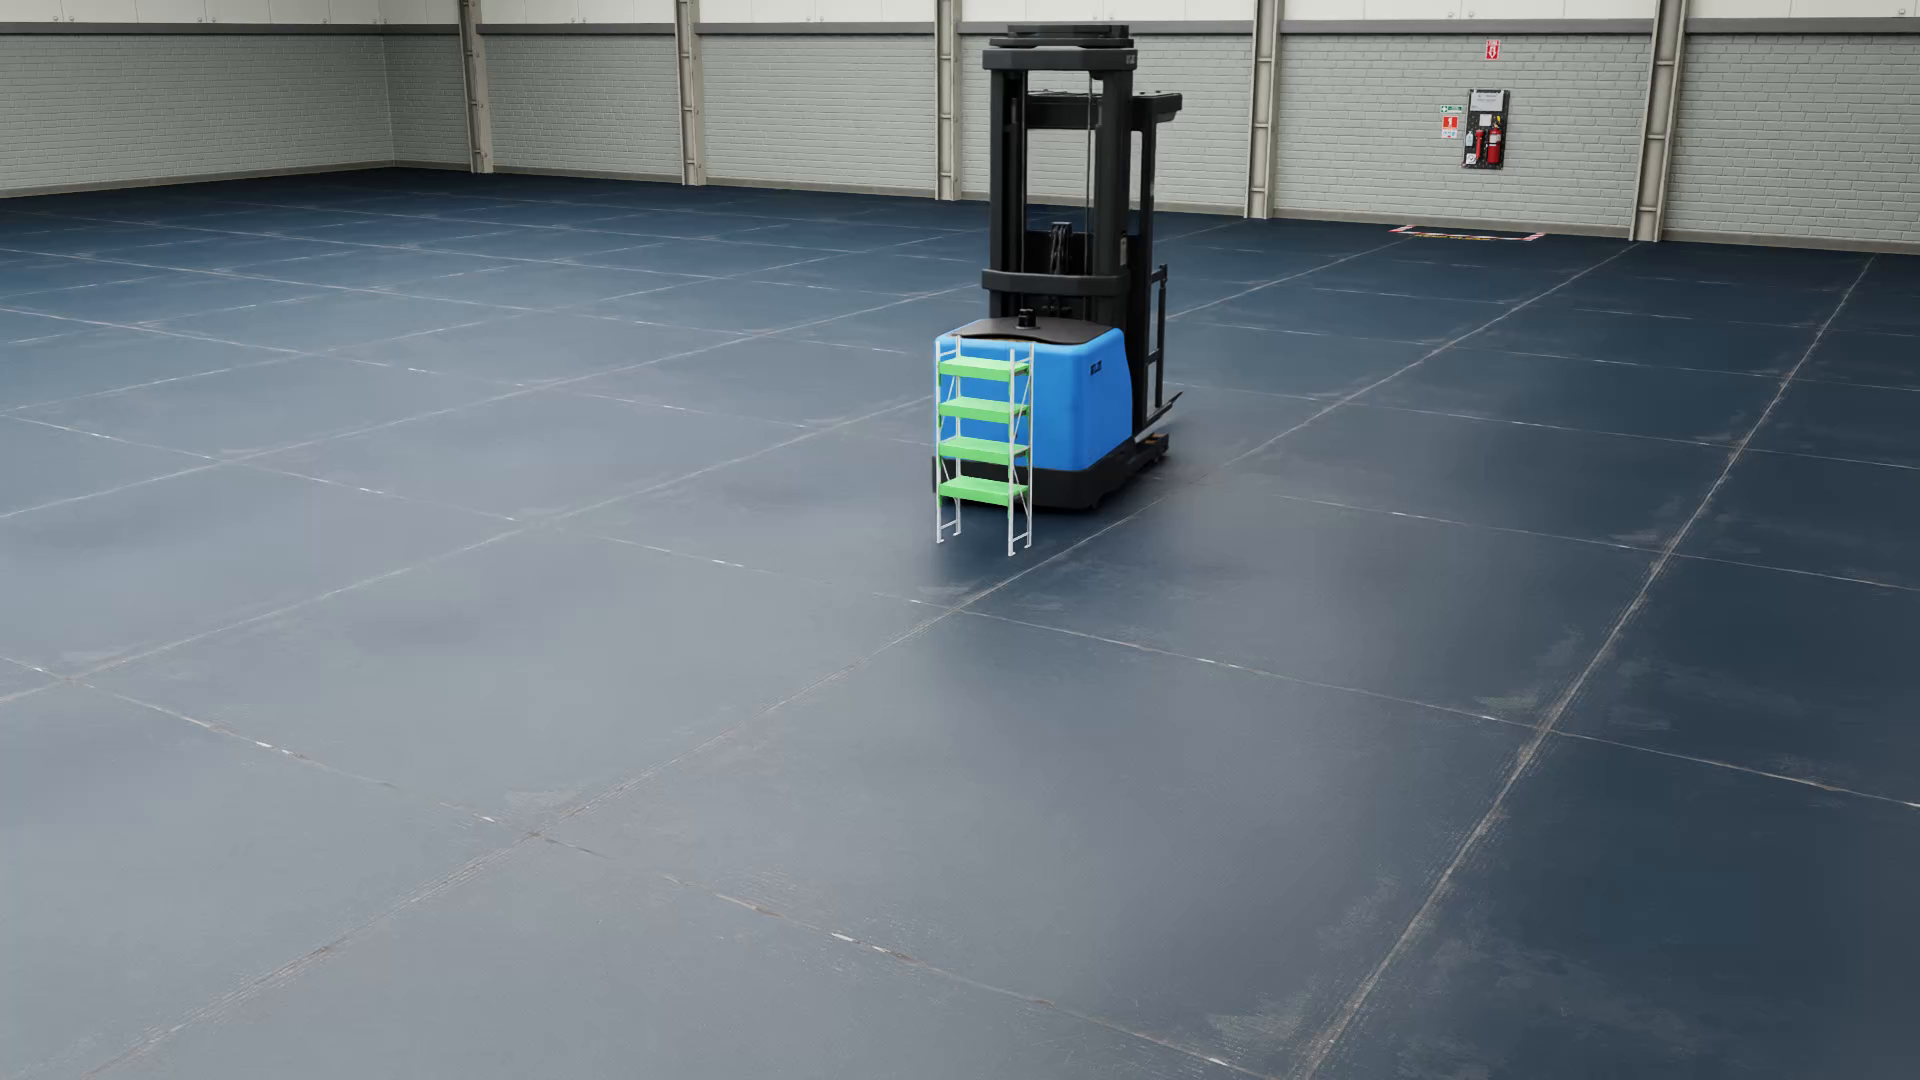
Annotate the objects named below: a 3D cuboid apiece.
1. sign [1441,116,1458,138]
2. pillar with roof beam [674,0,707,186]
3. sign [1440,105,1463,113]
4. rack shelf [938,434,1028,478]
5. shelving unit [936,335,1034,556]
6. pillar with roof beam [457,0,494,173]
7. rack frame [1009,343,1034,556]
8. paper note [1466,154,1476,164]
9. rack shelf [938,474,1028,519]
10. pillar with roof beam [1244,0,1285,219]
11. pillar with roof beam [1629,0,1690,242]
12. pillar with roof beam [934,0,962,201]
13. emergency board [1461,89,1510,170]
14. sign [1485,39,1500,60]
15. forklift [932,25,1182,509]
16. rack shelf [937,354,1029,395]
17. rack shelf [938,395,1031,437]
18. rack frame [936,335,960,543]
[{"bbox_3d":[7.517,-6.336,25.516,0.234,0.329,0.001,10,20,30],"label":"sign"},{"bbox_3d":[-7.571,-10.366,28.523,0.400,9.000,9.100,10,20,30],"label":"pillar with roof beam"},{"bbox_3d":[7.516,-6.586,25.429,0.331,0.109,0.001,10,20,30],"label":"sign"},{"bbox_3d":[0.141,-0.488,9.643,0.480,0.148,0.258,10,20,30],"label":"rack shelf"},{"bbox_3d":[0.141,-0.549,9.624,0.503,1.200,0.258,10,20,30],"label":"shelving unit"},{"bbox_3d":[-12.684,-11.278,31.528,0.400,9.000,9.100,10,20,30],"label":"pillar with roof beam"},{"bbox_3d":[0.349,-0.512,9.502,0.015,1.200,0.240,10,20,30],"label":"rack frame"},{"bbox_3d":[7.820,-5.831,25.433,0.142,0.148,0.016,10,20,30],"label":"paper note"},{"bbox_3d":[0.141,-0.258,9.712,0.480,0.148,0.258,10,20,30],"label":"rack shelf"},{"bbox_3d":[2.654,-8.540,22.514,0.400,9.000,9.100,10,20,30],"label":"pillar with roof beam"},{"bbox_3d":[7.767,-7.628,19.510,0.400,9.000,9.100,10,20,30],"label":"pillar with roof beam"},{"bbox_3d":[-2.458,-9.453,25.519,0.400,9.000,9.100,10,20,30],"label":"pillar with roof beam"},{"bbox_3d":[7.934,-6.209,25.160,0.643,1.169,0.194,10,20,30],"label":"emergency board"},{"bbox_3d":[7.980,-7.344,24.909,0.199,0.298,0.001,10,20,30],"label":"sign"},{"bbox_3d":[0.842,-1.979,11.354,1.130,2.935,3.031,7,18,21],"label":"forklift"},{"bbox_3d":[0.141,-0.947,9.503,0.480,0.148,0.258,10,20,30],"label":"rack shelf"},{"bbox_3d":[0.141,-0.717,9.573,0.480,0.148,0.258,10,20,30],"label":"rack shelf"},{"bbox_3d":[-0.067,-0.586,9.746,0.015,1.200,0.240,10,20,30],"label":"rack frame"}]
